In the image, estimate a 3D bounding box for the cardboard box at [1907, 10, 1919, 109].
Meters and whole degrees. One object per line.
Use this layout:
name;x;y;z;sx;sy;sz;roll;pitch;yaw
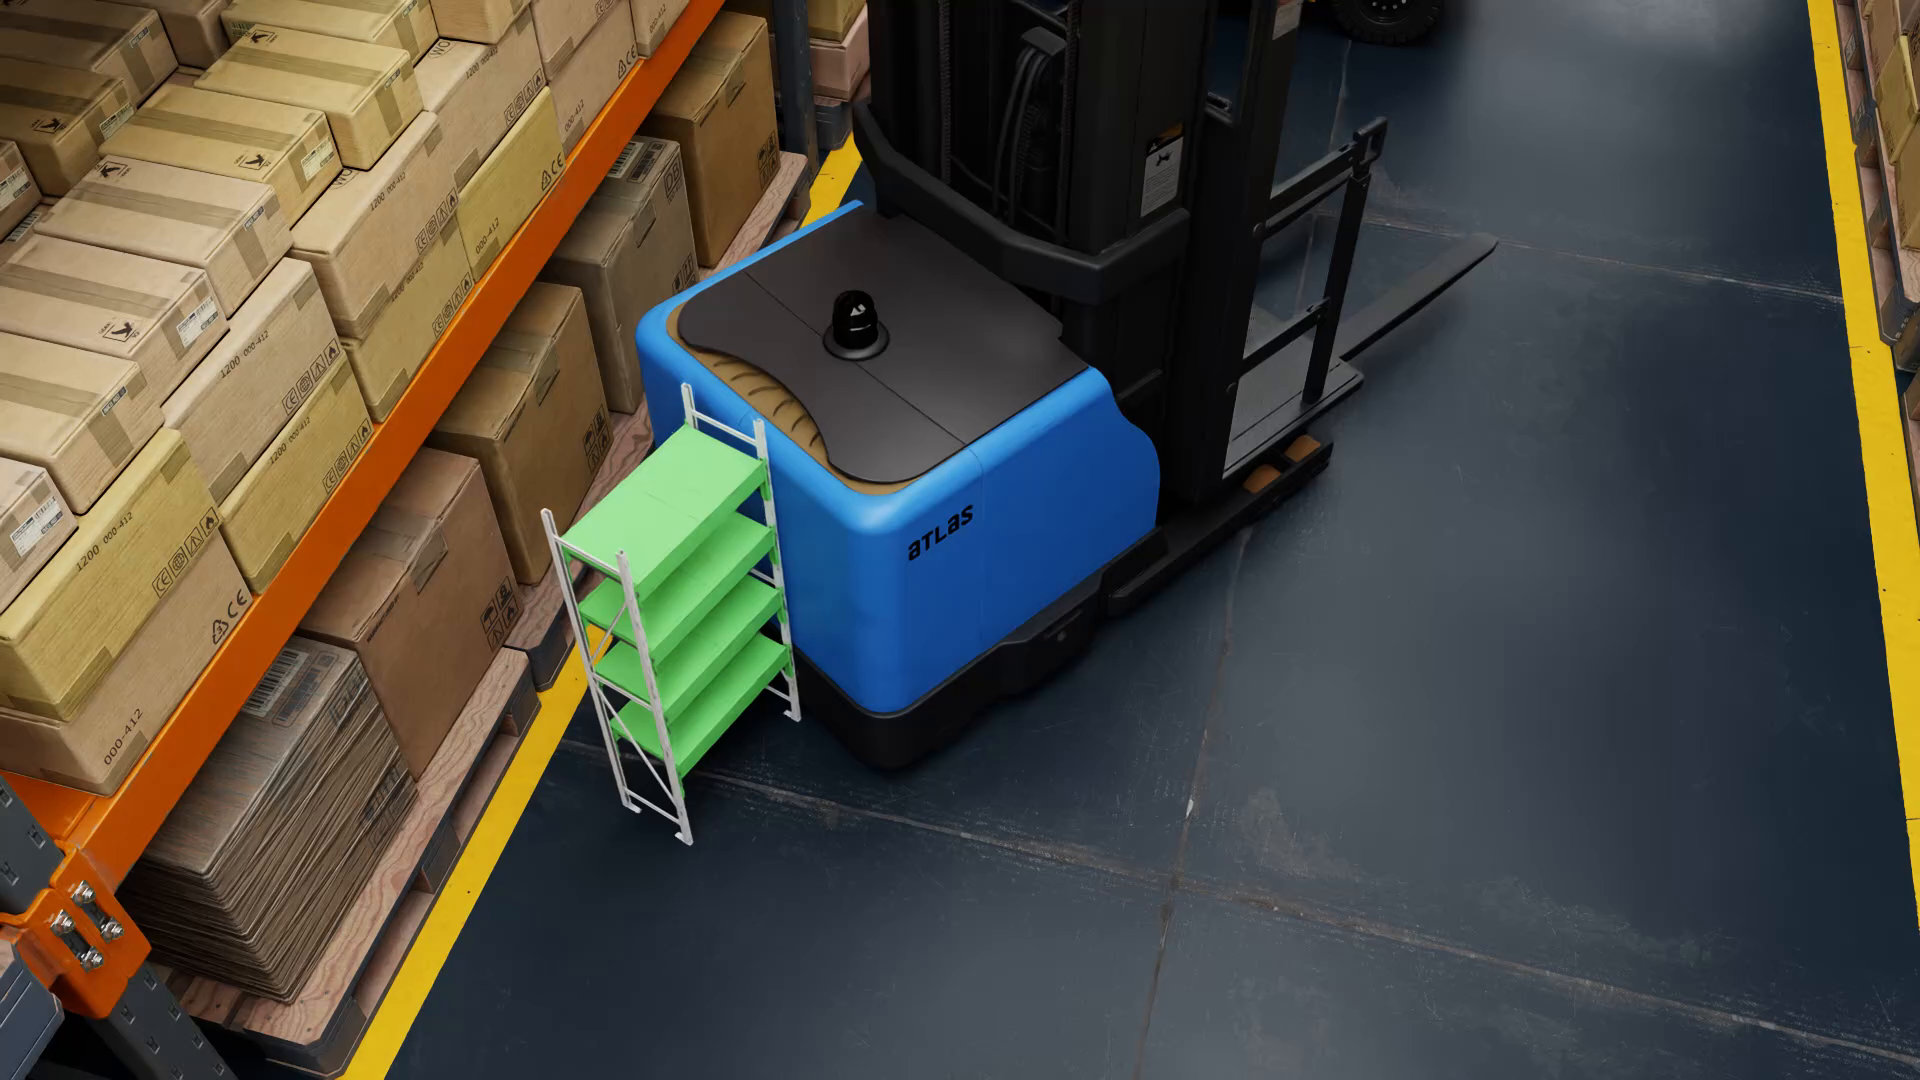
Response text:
cardboard box;3.770;-1.848;5.934;0.500;0.500;0.500;12;50;11

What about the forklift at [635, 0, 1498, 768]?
forklift;0.563;-1.311;4.452;3.031;2.935;1.130;-34;57;-26

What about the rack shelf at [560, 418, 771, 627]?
rack shelf;-0.697;-0.049;3.937;0.258;0.148;0.480;26;54;21

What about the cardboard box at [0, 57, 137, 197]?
cardboard box;-1.982;-0.880;3.527;0.380;0.149;0.250;11;50;10

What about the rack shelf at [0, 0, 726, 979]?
rack shelf;-1.575;-0.814;4.448;1.077;0.370;4.000;12;50;10

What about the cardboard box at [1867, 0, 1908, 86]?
cardboard box;3.906;-1.986;6.556;0.500;0.250;0.500;12;50;11

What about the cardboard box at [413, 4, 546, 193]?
cardboard box;-1.351;-1.105;3.992;0.500;0.250;0.500;12;50;11

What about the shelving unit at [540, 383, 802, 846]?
shelving unit;-0.696;0.227;4.249;0.258;1.200;0.503;26;54;21

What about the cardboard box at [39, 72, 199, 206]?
cardboard box;-1.984;-0.833;3.751;0.500;0.250;0.500;11;50;10

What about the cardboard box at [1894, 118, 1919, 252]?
cardboard box;3.637;-1.232;5.890;0.500;0.250;0.500;14;50;12

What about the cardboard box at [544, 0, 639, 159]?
cardboard box;-1.216;-1.315;4.510;0.500;0.250;0.500;12;50;10

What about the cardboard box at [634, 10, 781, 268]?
cardboard box;-1.175;-1.472;5.852;0.875;0.625;0.625;14;50;12

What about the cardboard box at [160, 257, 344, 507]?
cardboard box;-1.616;-0.356;3.330;0.500;0.250;0.500;13;50;11

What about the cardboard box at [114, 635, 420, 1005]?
cardboard box;-1.924;0.593;4.030;0.875;0.625;0.625;13;50;11

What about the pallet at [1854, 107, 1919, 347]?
pallet;3.884;-1.092;6.073;1.003;0.211;1.213;12;50;10

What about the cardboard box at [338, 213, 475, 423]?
cardboard box;-1.483;-0.565;3.848;0.500;0.250;0.500;10;49;9

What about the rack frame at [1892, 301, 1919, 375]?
rack frame;3.741;-1.522;4.593;1.000;3.000;0.127;12;50;10

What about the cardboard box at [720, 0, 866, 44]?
cardboard box;-0.624;-2.182;6.396;0.500;0.250;0.500;11;50;10

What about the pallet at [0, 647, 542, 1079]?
pallet;-1.847;0.730;4.465;1.003;0.211;1.213;12;50;10

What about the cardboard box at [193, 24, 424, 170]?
cardboard box;-1.404;-0.961;3.598;0.380;0.149;0.250;13;50;11

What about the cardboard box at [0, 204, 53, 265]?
cardboard box;-2.118;-0.471;3.432;0.500;0.250;0.500;12;50;10

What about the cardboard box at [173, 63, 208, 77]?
cardboard box;-1.844;-1.195;4.071;0.500;0.250;0.500;11;49;9

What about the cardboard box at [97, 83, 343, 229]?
cardboard box;-1.528;-0.789;3.446;0.380;0.149;0.250;12;50;10

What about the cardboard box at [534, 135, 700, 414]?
cardboard box;-1.387;-0.912;5.358;0.875;0.625;0.625;11;50;10

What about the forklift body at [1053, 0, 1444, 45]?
forklift body;1.265;-3.380;6.798;2.313;2.155;1.214;12;50;10

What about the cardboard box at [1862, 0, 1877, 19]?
cardboard box;4.042;-2.350;6.878;0.500;0.250;0.500;15;50;13

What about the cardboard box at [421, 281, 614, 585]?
cardboard box;-1.583;-0.368;4.878;0.875;0.625;0.625;10;49;8

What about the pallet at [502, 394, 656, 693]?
pallet;-1.524;-0.150;5.242;1.003;0.211;1.213;12;50;10

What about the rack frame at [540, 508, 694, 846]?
rack frame;-0.830;0.380;4.114;0.240;1.200;0.015;26;54;21

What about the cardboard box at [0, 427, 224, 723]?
cardboard box;-1.725;0.011;3.006;0.500;0.250;0.500;12;50;10

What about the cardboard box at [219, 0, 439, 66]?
cardboard box;-1.429;-1.168;3.781;0.380;0.149;0.250;12;50;10

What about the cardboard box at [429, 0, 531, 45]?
cardboard box;-1.227;-1.318;3.914;0.380;0.149;0.250;10;49;9

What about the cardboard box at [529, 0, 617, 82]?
cardboard box;-1.200;-1.467;4.310;0.500;0.250;0.500;12;50;11

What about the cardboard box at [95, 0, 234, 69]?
cardboard box;-1.826;-1.243;3.847;0.380;0.149;0.250;13;50;11

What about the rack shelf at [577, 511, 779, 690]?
rack shelf;-0.697;0.110;4.117;0.258;0.148;0.480;26;54;21

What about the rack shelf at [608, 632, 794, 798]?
rack shelf;-0.696;0.428;4.476;0.258;0.148;0.480;26;54;21

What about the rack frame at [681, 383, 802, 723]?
rack frame;-0.563;0.074;4.384;0.240;1.200;0.015;26;54;21

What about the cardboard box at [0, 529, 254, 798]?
cardboard box;-1.749;0.171;3.198;0.500;0.250;0.500;12;50;10

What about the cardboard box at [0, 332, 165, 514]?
cardboard box;-1.664;-0.219;2.943;0.380;0.149;0.250;13;50;11

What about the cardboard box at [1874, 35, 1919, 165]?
cardboard box;3.768;-1.619;6.232;0.500;0.250;0.500;10;49;9

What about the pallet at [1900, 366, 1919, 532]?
pallet;3.537;-0.036;5.141;1.003;0.211;1.213;12;50;10

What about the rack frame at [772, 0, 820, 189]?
rack frame;-1.049;-2.499;5.455;1.000;3.000;0.127;12;50;10

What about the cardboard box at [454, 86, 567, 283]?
cardboard box;-1.345;-0.940;4.179;0.500;0.250;0.500;13;50;11

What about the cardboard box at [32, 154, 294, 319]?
cardboard box;-1.565;-0.601;3.281;0.380;0.149;0.250;12;50;10

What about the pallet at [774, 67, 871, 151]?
pallet;-0.799;-2.143;7.000;1.003;0.211;1.213;12;50;10

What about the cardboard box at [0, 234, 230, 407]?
cardboard box;-1.622;-0.410;3.112;0.380;0.149;0.250;13;50;11

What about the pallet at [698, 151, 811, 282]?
pallet;-1.205;-1.035;6.023;1.003;0.211;1.213;12;50;10

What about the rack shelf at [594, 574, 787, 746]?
rack shelf;-0.696;0.269;4.297;0.258;0.148;0.480;26;54;21

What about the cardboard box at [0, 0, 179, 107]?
cardboard box;-1.997;-1.077;3.701;0.380;0.149;0.250;11;49;9

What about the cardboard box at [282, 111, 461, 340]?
cardboard box;-1.461;-0.731;3.661;0.500;0.250;0.500;10;49;9

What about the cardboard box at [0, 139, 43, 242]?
cardboard box;-2.126;-0.706;3.373;0.380;0.149;0.250;11;49;9

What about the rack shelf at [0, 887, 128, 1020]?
rack shelf;-2.628;2.079;1.894;1.077;0.370;4.000;12;50;10

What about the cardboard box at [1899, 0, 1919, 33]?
cardboard box;3.903;-2.218;6.260;0.500;0.500;0.500;14;50;12

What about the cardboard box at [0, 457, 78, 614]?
cardboard box;-1.733;-0.026;2.773;0.380;0.149;0.250;13;50;11

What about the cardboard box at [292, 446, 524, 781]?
cardboard box;-1.760;0.119;4.448;0.875;0.625;0.625;13;50;11

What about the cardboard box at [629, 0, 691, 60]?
cardboard box;-1.056;-1.668;4.822;0.500;0.250;0.500;11;50;10

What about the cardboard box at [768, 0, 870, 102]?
cardboard box;-0.602;-2.012;6.579;0.500;0.250;0.500;12;50;10

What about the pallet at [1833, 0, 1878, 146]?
pallet;4.203;-1.977;6.854;1.003;0.211;1.213;12;50;10

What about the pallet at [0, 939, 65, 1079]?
pallet;-2.212;0.962;2.528;1.213;0.211;1.003;12;50;10

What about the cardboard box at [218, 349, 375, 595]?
cardboard box;-1.612;-0.191;3.518;0.500;0.250;0.500;11;49;9
